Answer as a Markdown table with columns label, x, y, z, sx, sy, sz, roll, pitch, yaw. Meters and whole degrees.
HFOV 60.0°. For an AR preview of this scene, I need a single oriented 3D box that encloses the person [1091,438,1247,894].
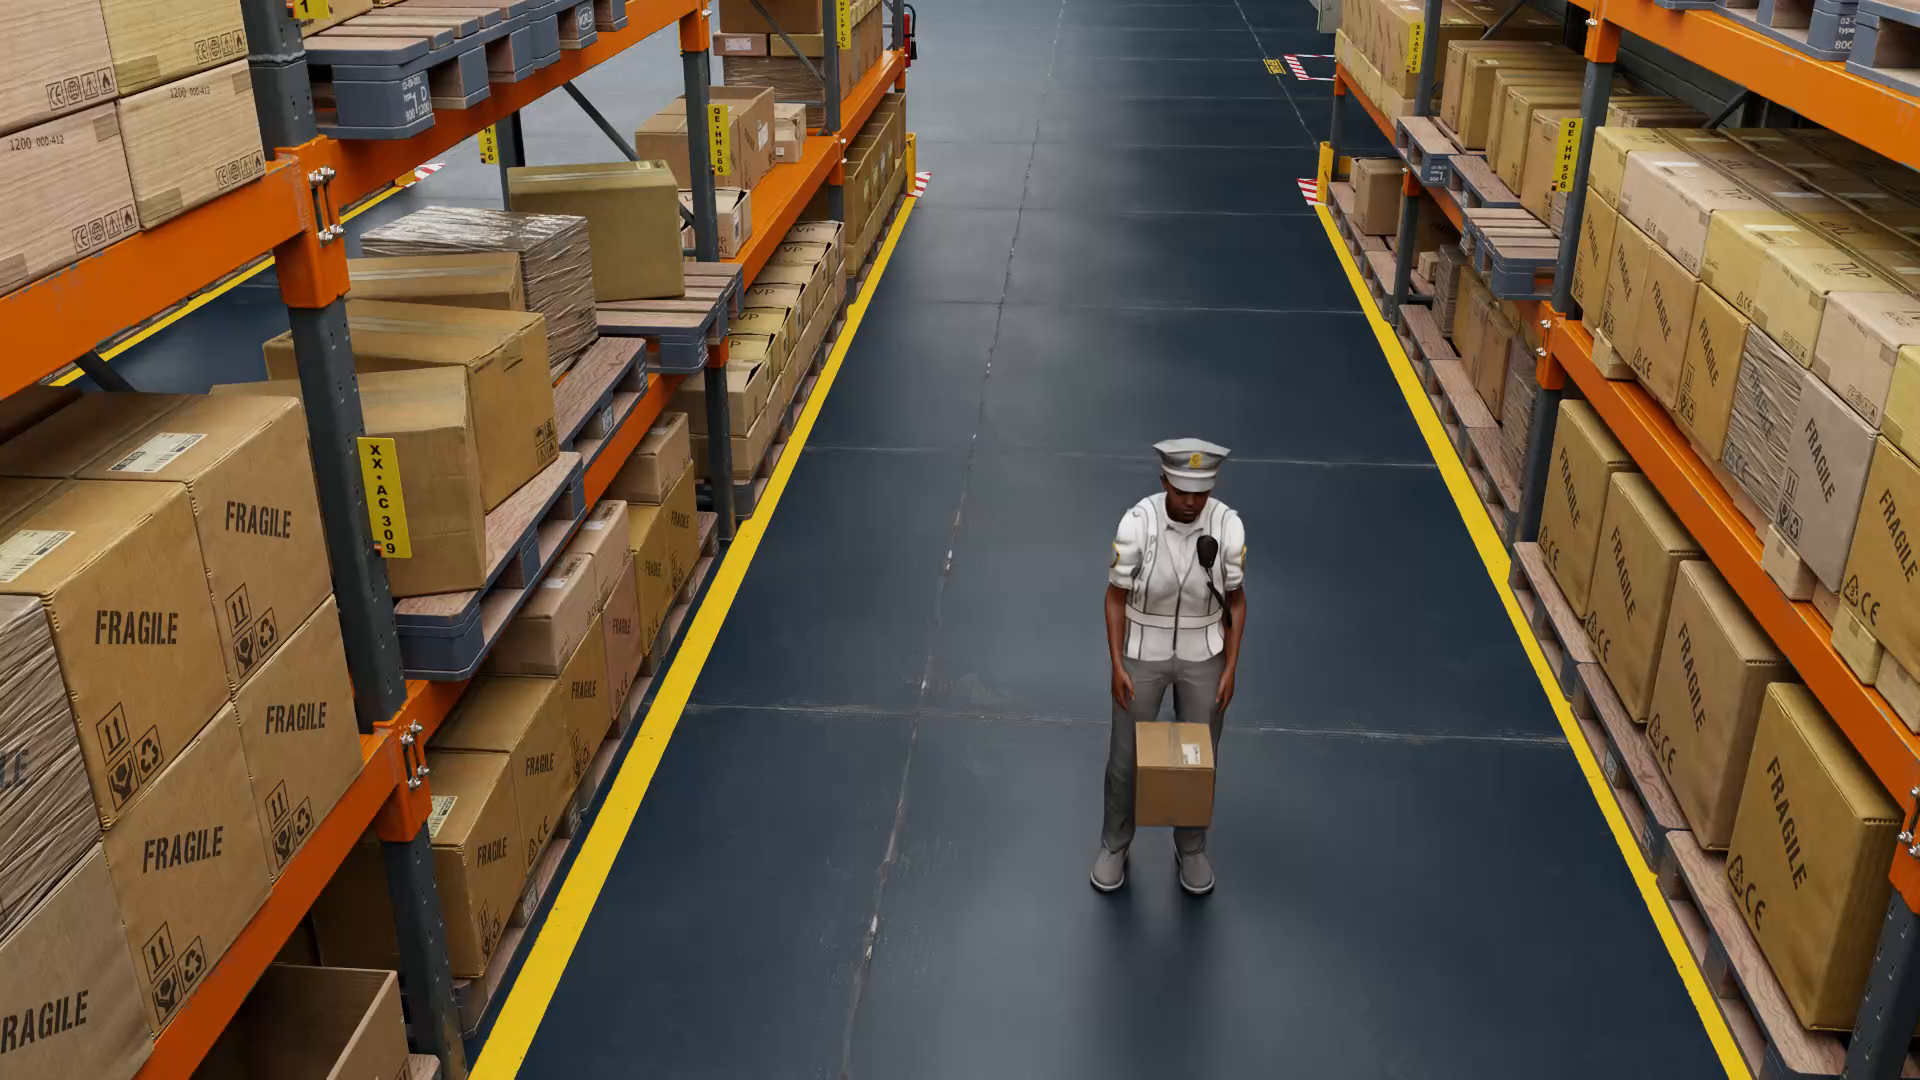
| label | x | y | z | sx | sy | sz | roll | pitch | yaw |
| --- | --- | --- | --- | --- | --- | --- | --- | --- | --- |
| person | 0.718 | 0.419 | 5.679 | 0.492 | 1.672 | 0.370 | 1 | 25 | 3 |
